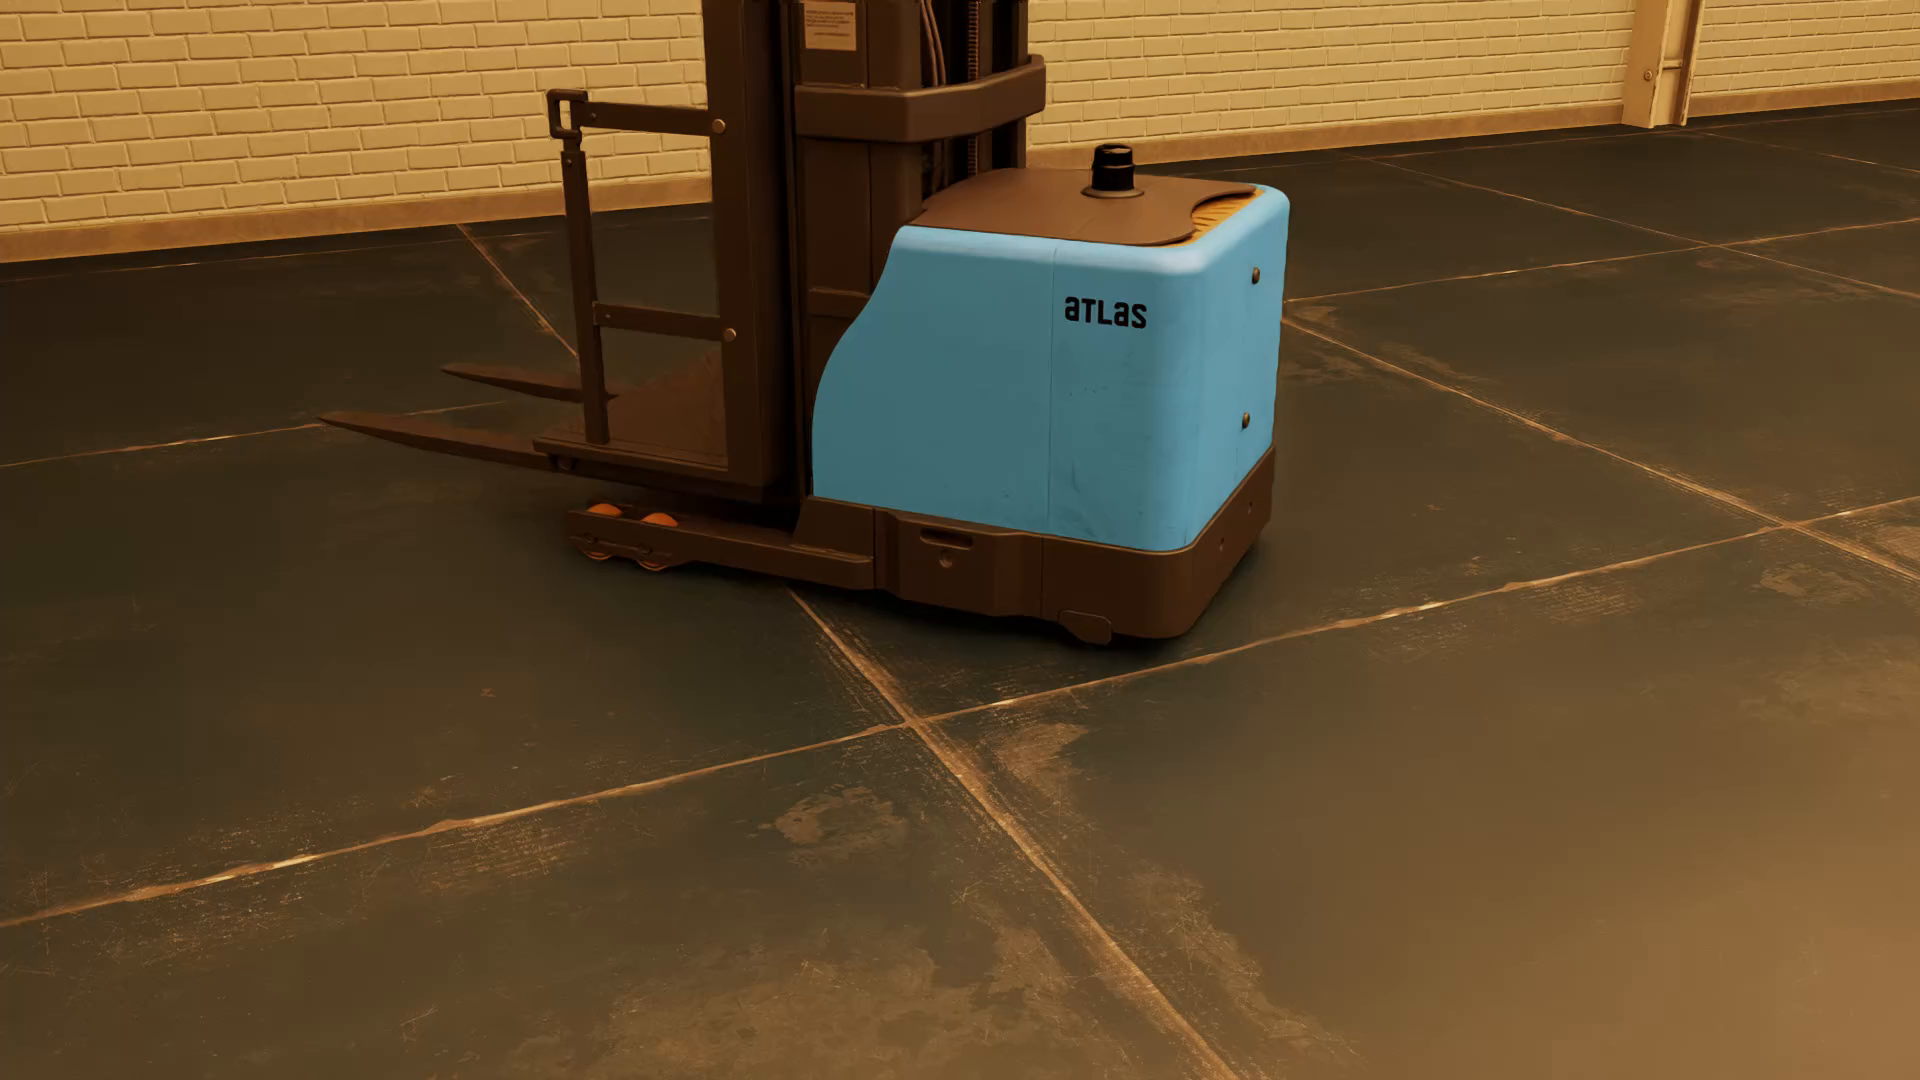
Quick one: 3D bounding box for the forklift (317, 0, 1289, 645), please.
[{"bbox_3d":[-0.613,-1.436,4.744,3.031,2.935,1.130,10,24,22],"label":"forklift"}]
